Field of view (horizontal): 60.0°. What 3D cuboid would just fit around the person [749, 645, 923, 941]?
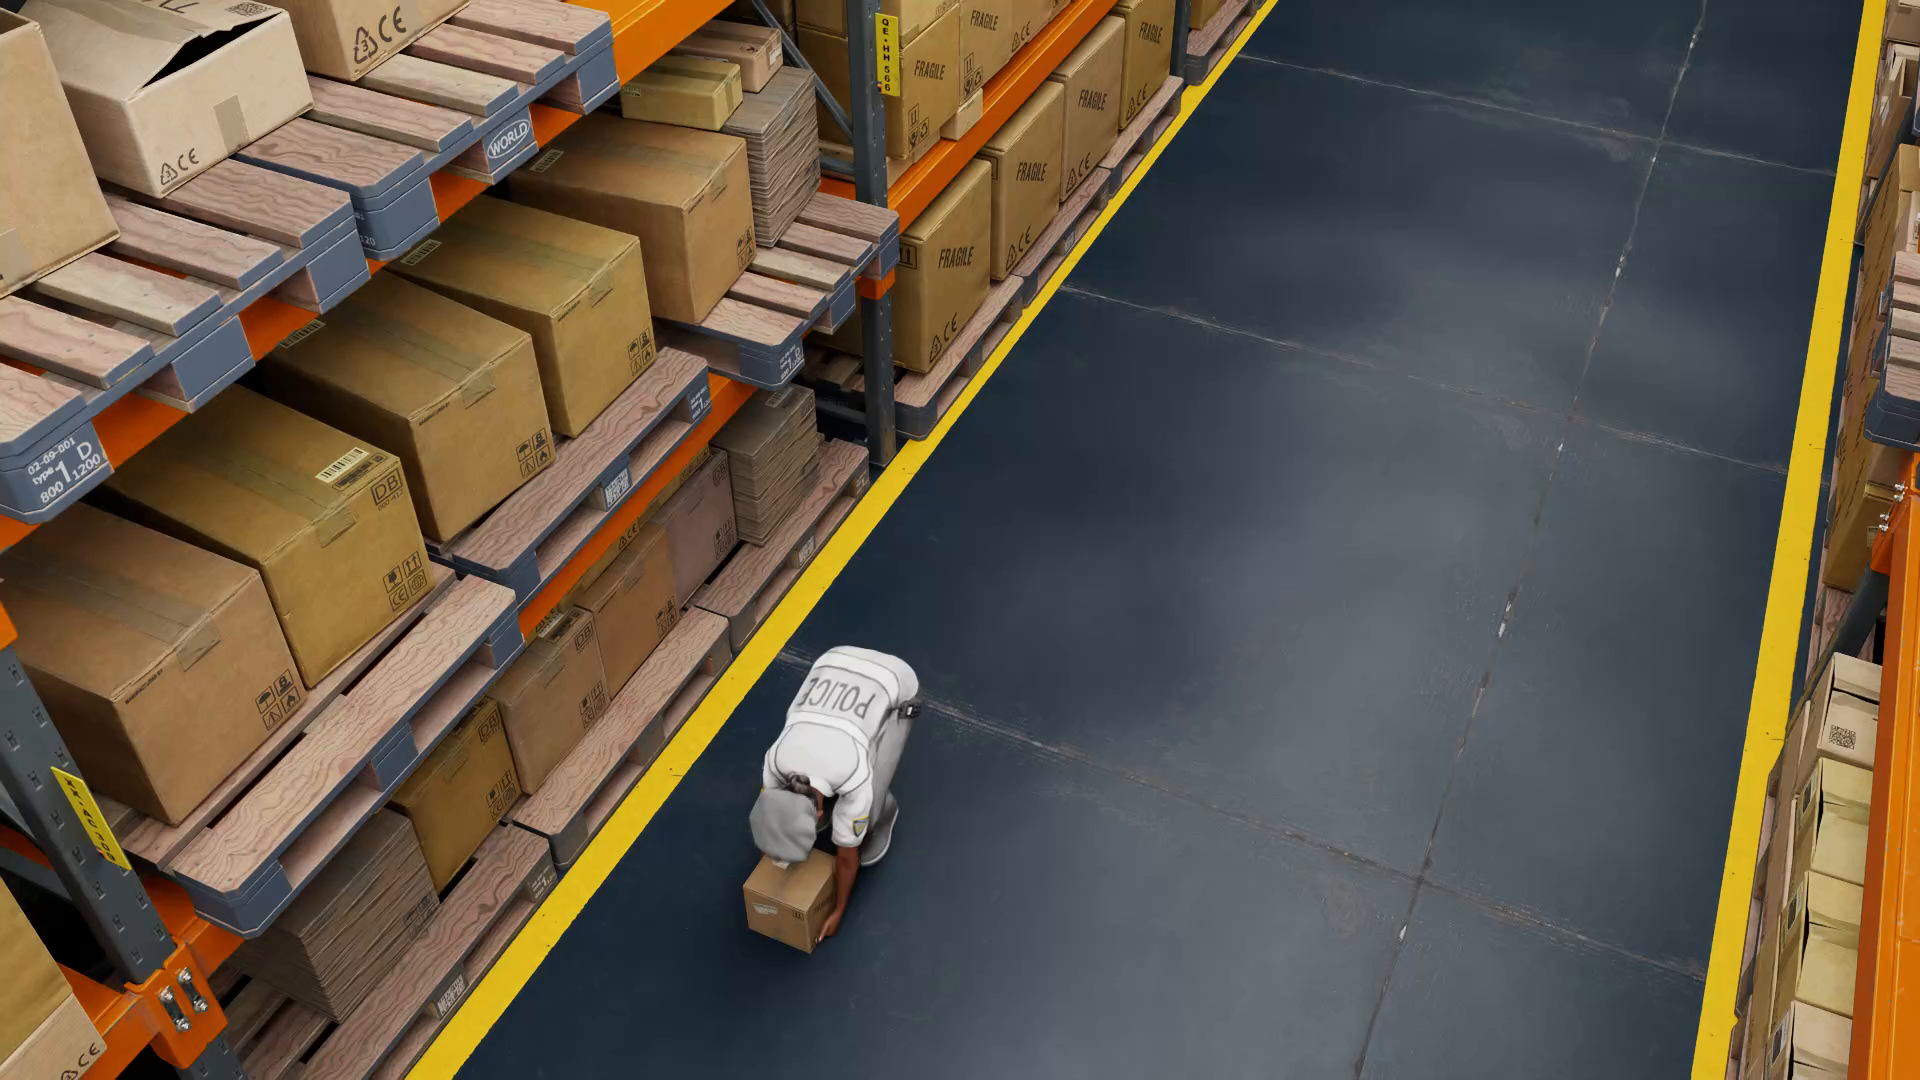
[{"bbox_3d":[-0.458,0.876,5.886,0.453,0.788,0.926,16,45,17],"label":"person"}]
